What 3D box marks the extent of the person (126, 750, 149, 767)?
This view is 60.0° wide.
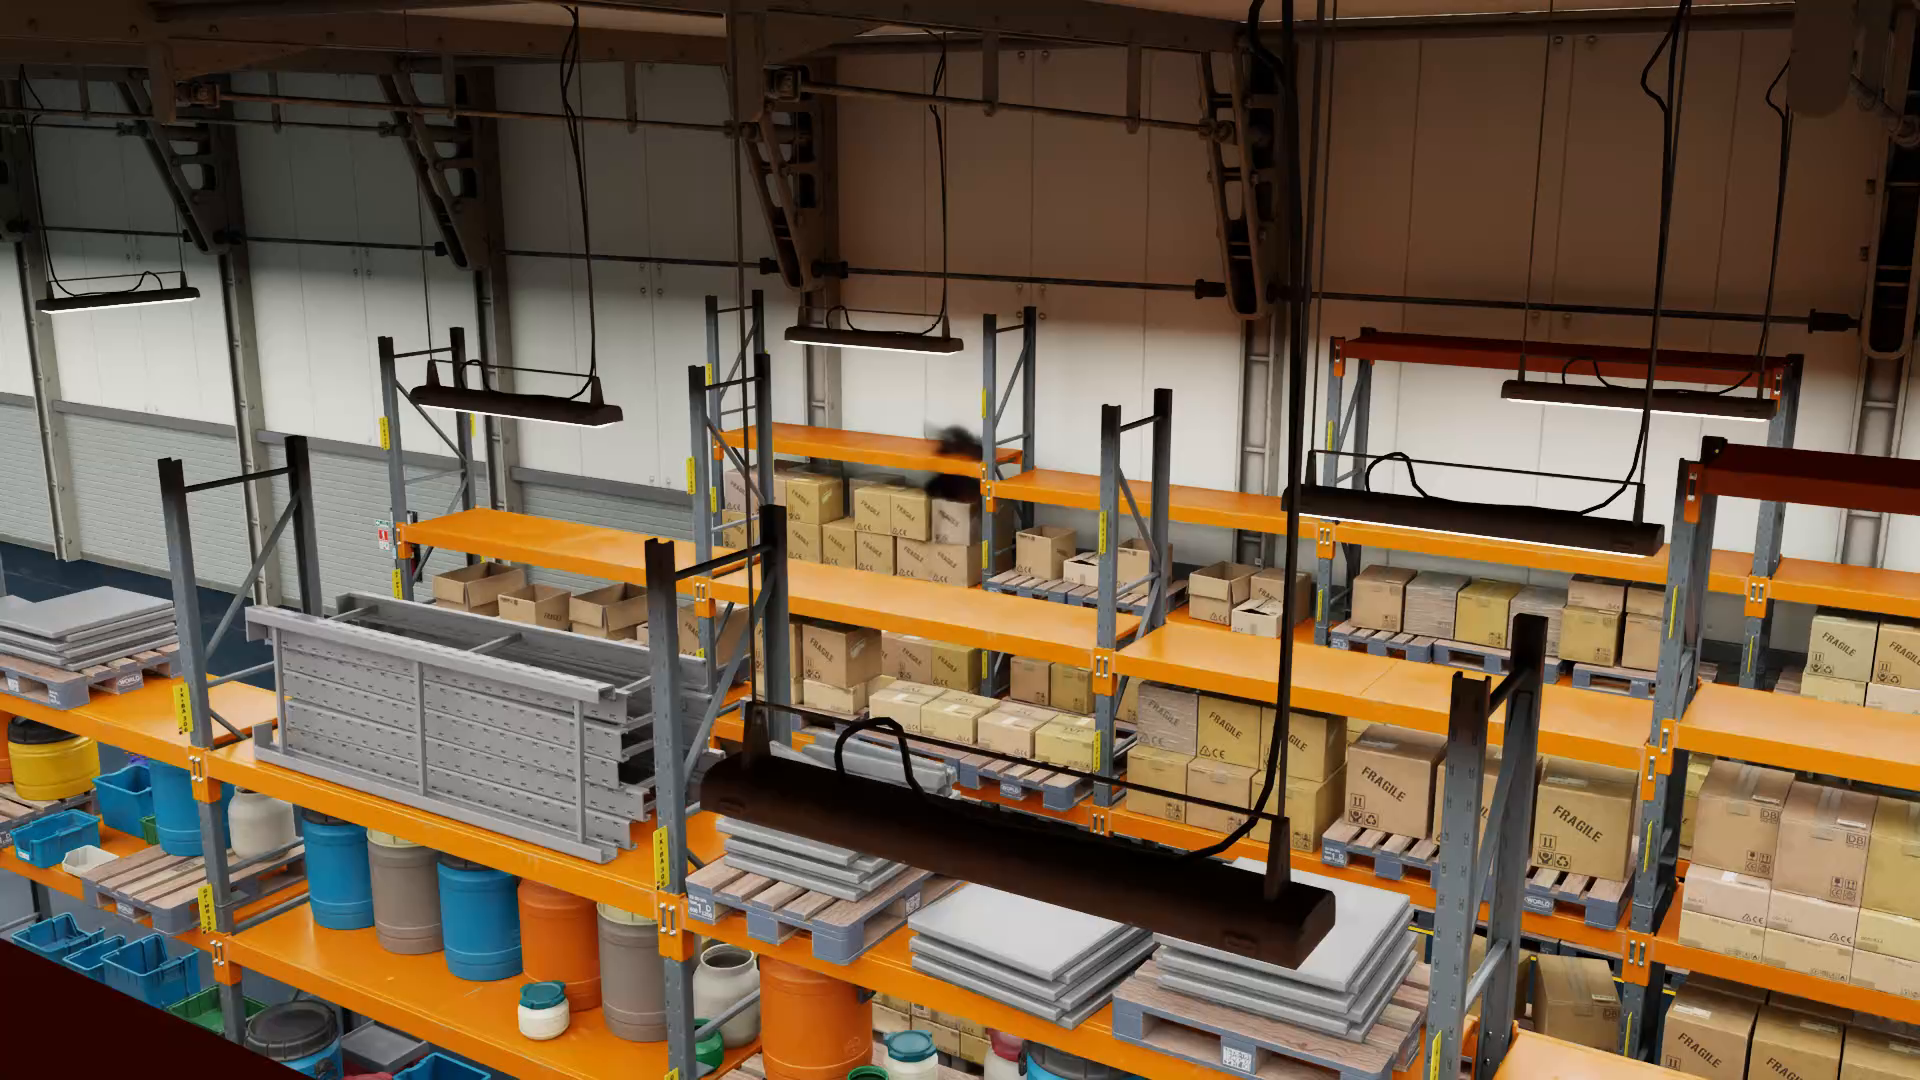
[{"bbox_3d":[-8.832,2.895,18.037,0.884,1.680,0.563,-9,17,-33],"label":"person"}]
